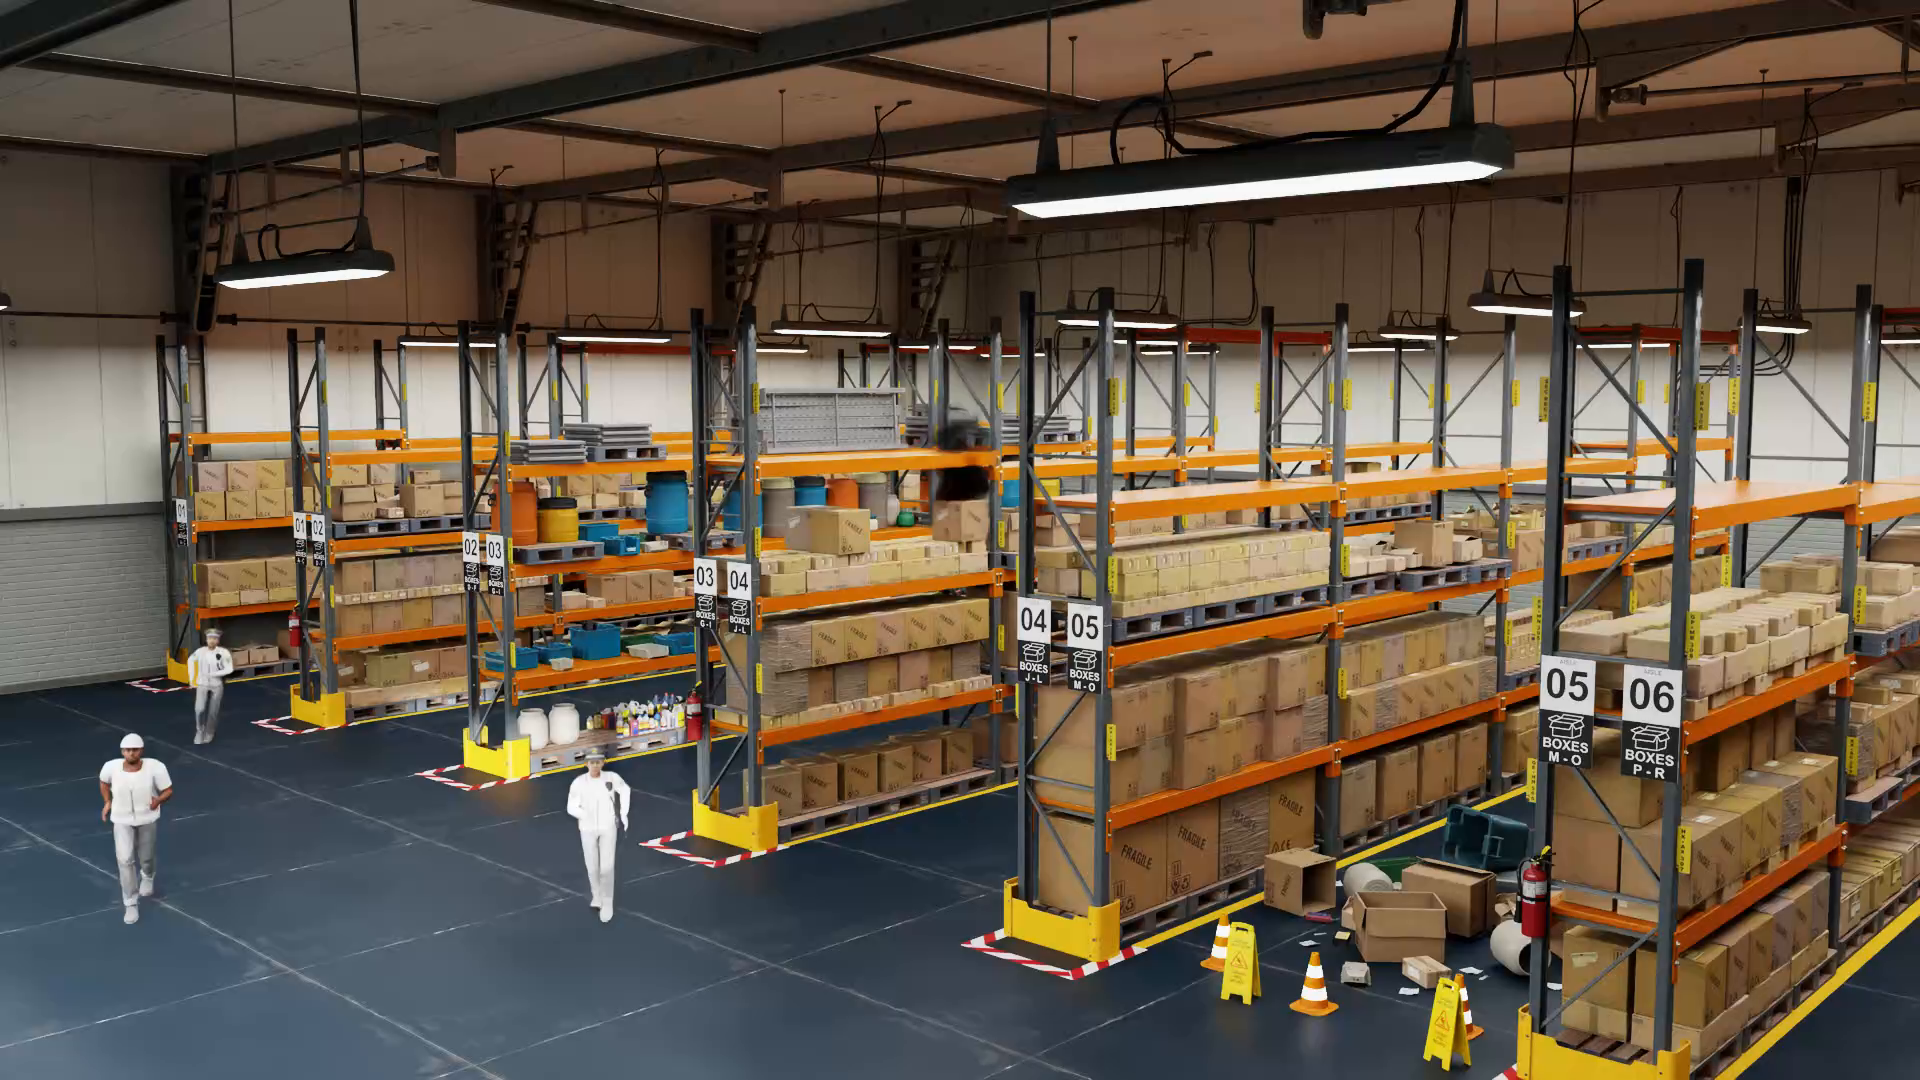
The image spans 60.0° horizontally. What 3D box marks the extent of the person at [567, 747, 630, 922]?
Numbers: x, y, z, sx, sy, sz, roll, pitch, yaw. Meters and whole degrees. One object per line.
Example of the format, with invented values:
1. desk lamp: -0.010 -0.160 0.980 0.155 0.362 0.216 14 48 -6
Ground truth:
1. person: -3.487 2.822 16.060 0.573 1.711 0.782 -1 5 -8

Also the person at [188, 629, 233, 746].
1. person: -10.732 2.096 23.827 0.606 1.677 0.610 -2 6 -21

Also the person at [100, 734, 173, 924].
1. person: -8.064 2.753 16.304 0.643 1.775 0.970 -2 6 -24
